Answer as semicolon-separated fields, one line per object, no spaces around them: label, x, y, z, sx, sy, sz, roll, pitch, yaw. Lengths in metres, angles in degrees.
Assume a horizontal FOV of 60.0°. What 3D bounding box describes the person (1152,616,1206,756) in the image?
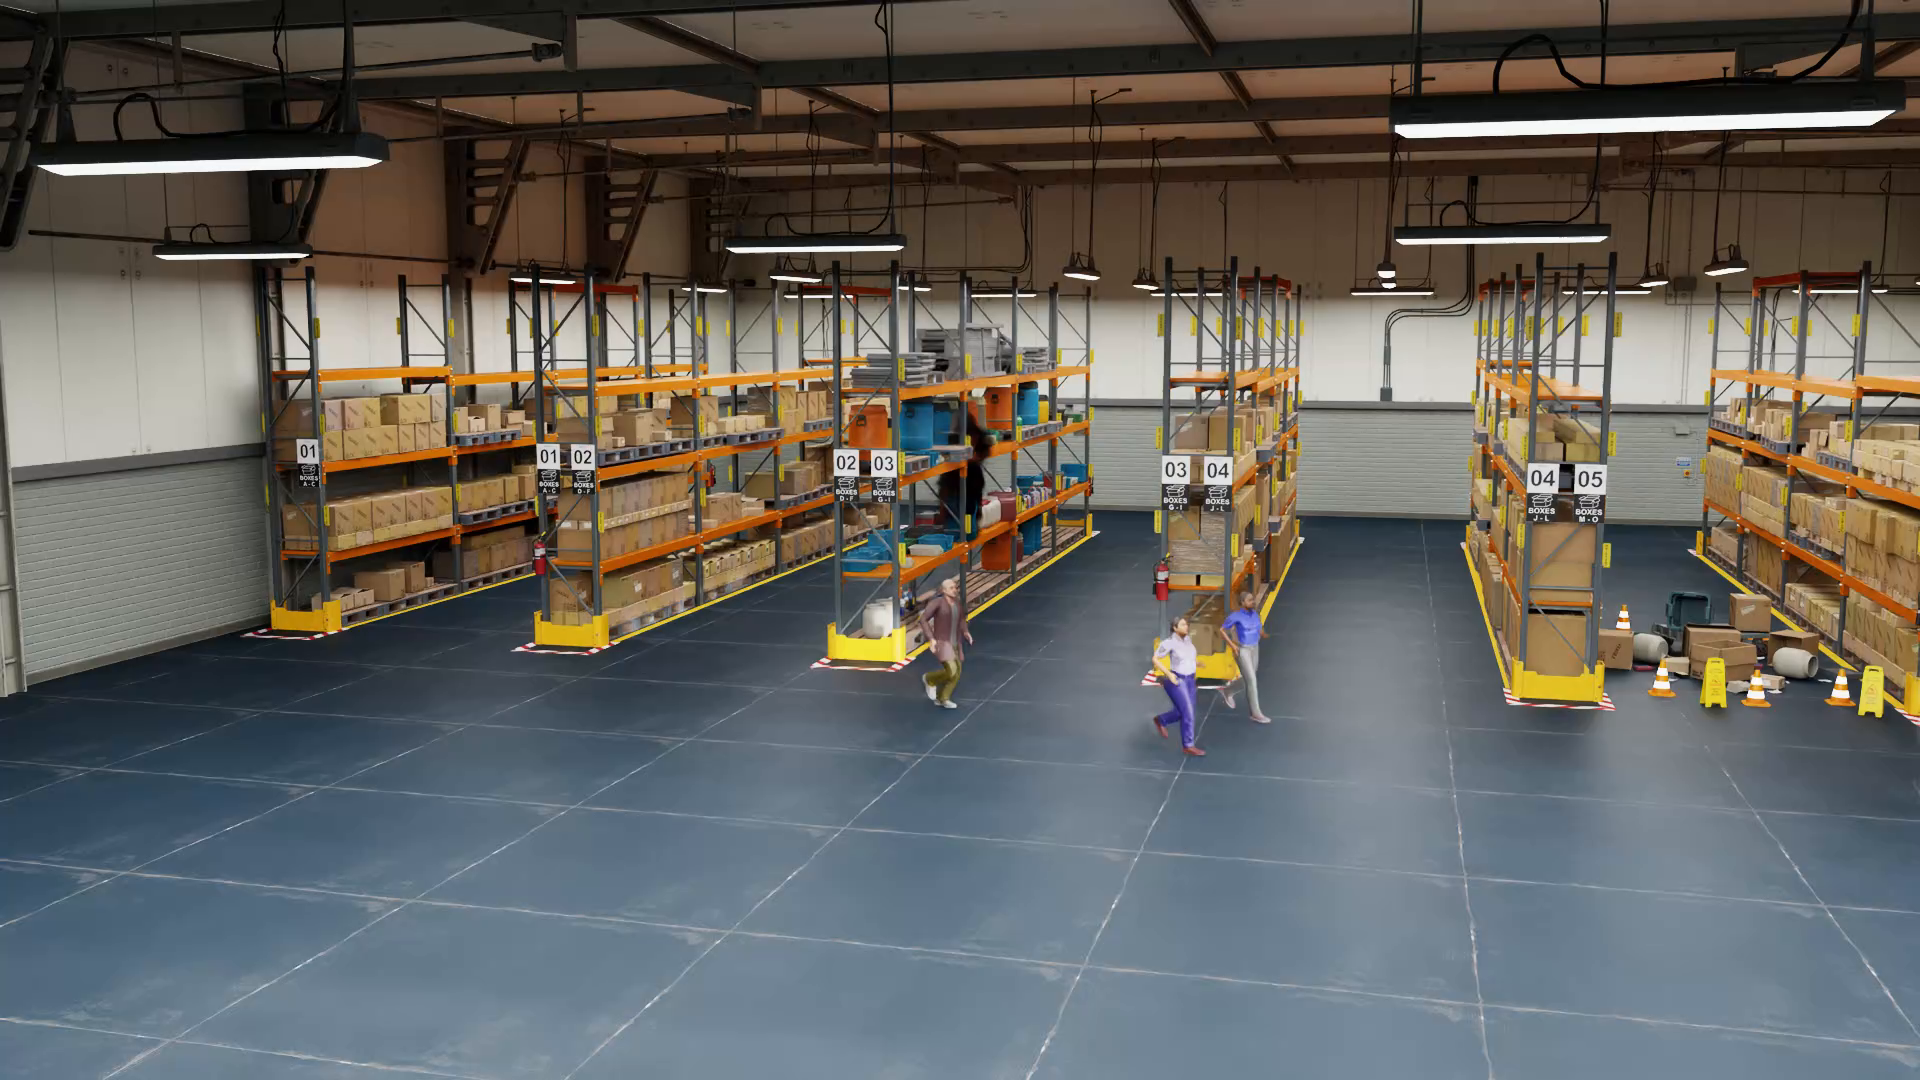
person;2.590;1.703;19.752;0.843;1.615;0.621;7;10;43

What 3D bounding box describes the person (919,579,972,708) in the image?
person;-0.169;1.372;21.968;0.699;1.727;0.669;-7;10;-43

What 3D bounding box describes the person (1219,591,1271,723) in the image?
person;3.672;1.469;21.359;0.582;1.633;0.912;-6;9;-38
